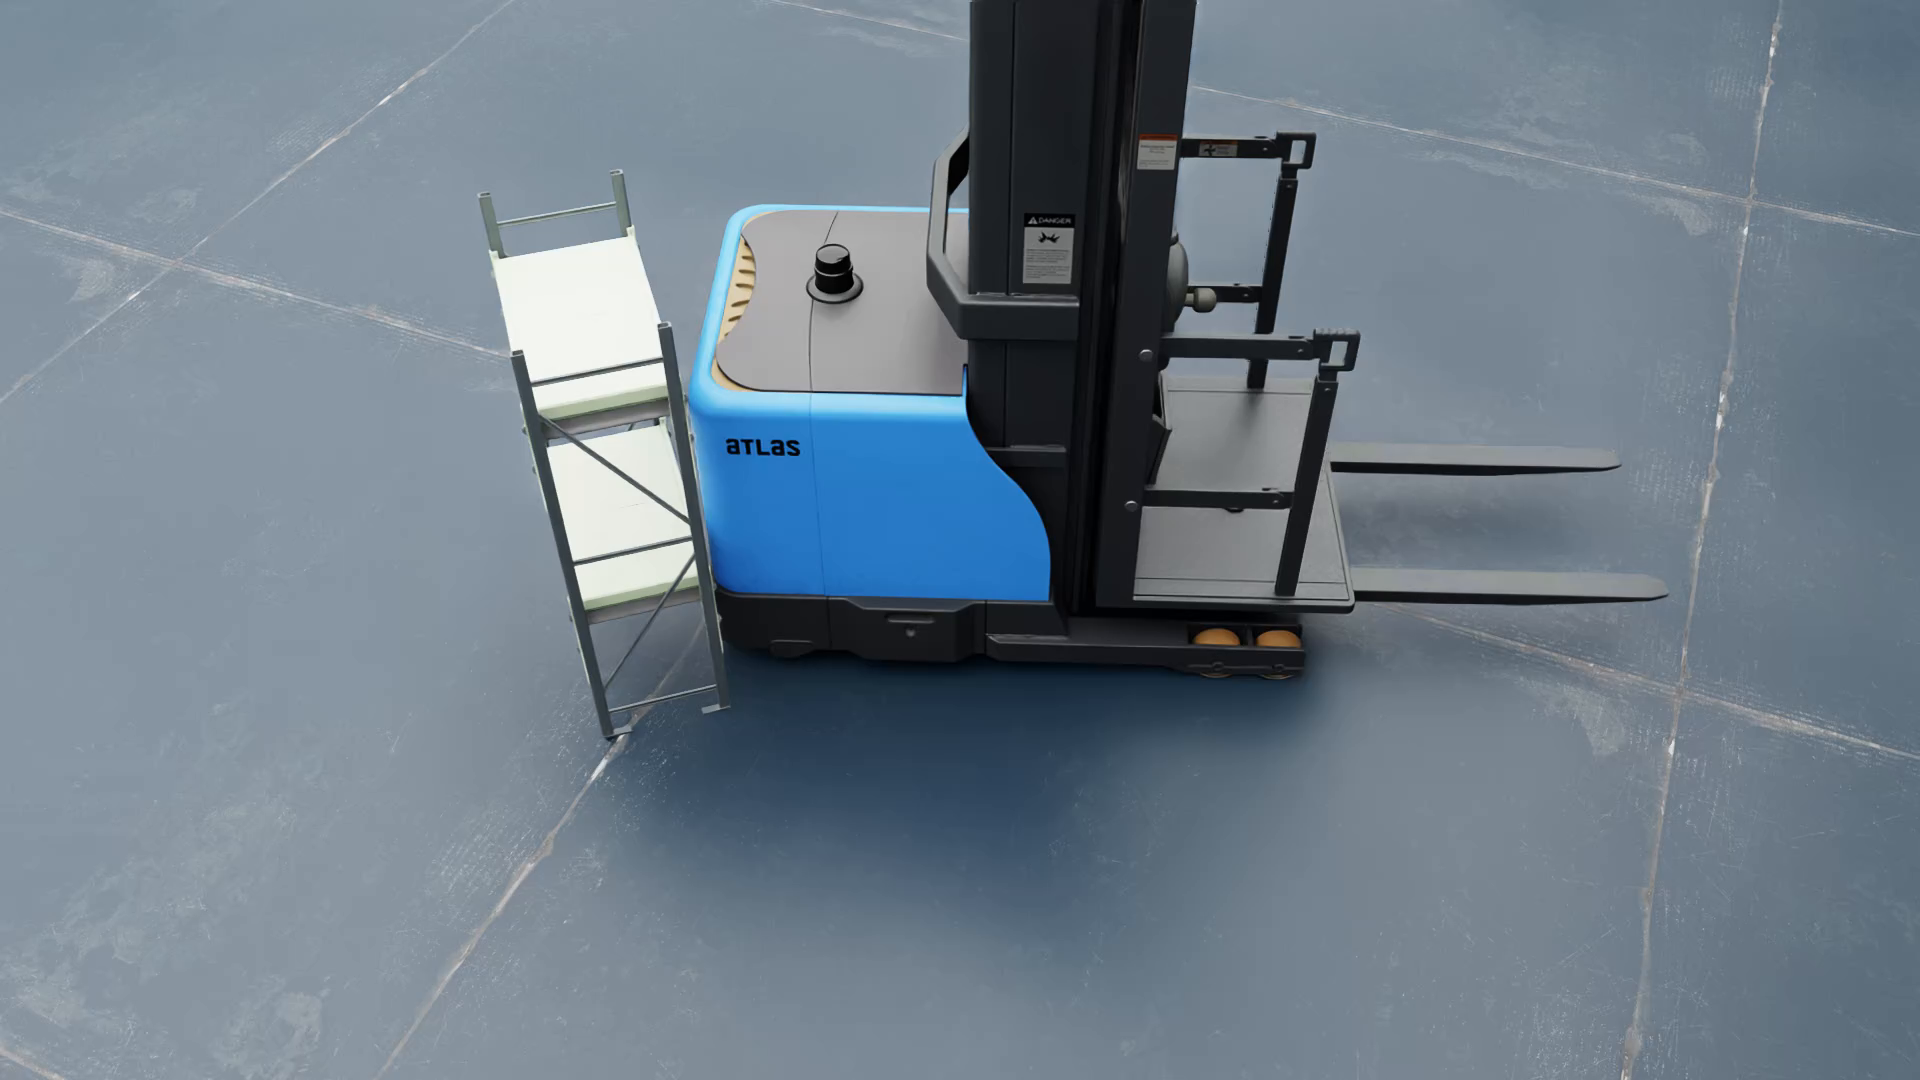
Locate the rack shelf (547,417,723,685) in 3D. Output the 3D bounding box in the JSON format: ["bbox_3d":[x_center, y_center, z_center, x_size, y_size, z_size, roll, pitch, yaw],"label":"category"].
[{"bbox_3d":[-1.024,0.017,5.131,0.431,0.370,0.720,-13,46,-12],"label":"rack shelf"}]

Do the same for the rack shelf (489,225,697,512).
[{"bbox_3d":[-1.026,-0.490,4.625,0.431,0.370,0.720,-13,46,-12],"label":"rack shelf"}]

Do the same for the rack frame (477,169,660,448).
[{"bbox_3d":[-1.136,-0.460,5.148,0.400,1.500,0.023,-13,46,-12],"label":"rack frame"}]

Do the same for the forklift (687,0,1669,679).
[{"bbox_3d":[0.744,-0.979,4.656,3.031,2.935,1.130,1,45,1],"label":"forklift"}]

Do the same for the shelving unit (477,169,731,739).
[{"bbox_3d":[-1.025,-0.214,4.901,0.431,1.500,0.755,-13,46,-12],"label":"shelving unit"}]

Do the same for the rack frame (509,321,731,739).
[{"bbox_3d":[-0.914,0.032,4.654,0.400,1.500,0.023,-13,46,-12],"label":"rack frame"}]
